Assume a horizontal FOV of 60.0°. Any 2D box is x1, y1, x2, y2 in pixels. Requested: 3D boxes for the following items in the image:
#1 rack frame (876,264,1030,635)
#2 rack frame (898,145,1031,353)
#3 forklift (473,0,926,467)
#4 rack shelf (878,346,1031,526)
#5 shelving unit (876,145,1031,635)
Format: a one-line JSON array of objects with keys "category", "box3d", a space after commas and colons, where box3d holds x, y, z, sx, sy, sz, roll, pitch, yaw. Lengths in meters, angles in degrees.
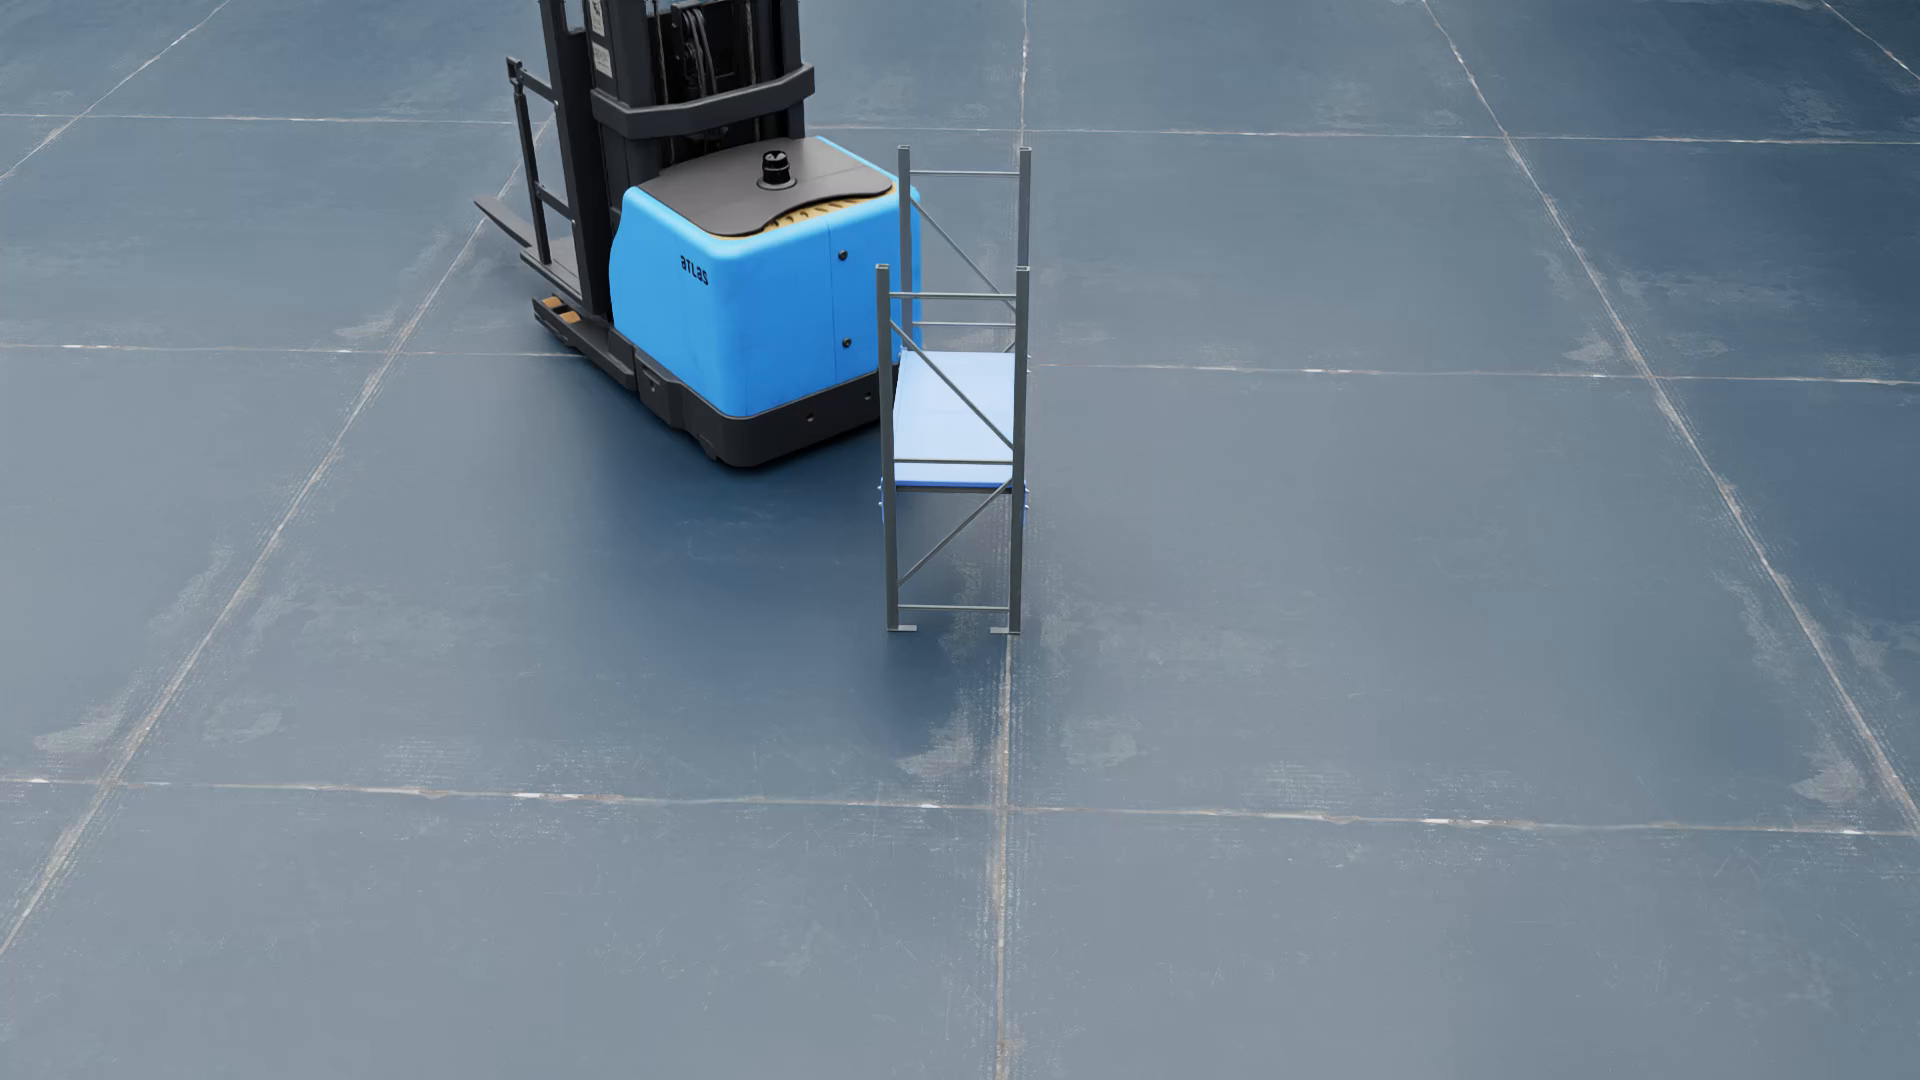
[{"category": "rack frame", "box3d": [-0.024, -0.273, 5.833, 0.500, 1.500, 0.032, 1, 35, 2]}, {"category": "rack frame", "box3d": [0.017, -0.857, 6.665, 0.500, 1.500, 0.032, 1, 35, 2]}, {"category": "forklift", "box3d": [-1.447, -2.298, 7.471, 1.130, 2.935, 3.031, -24, 42, -30]}, {"category": "rack shelf", "box3d": [-0.003, -0.417, 6.352, 0.538, 0.185, 1.000, 1, 35, 2]}, {"category": "shelving unit", "box3d": [-0.003, -0.565, 6.249, 0.538, 1.500, 1.048, 1, 35, 2]}]
